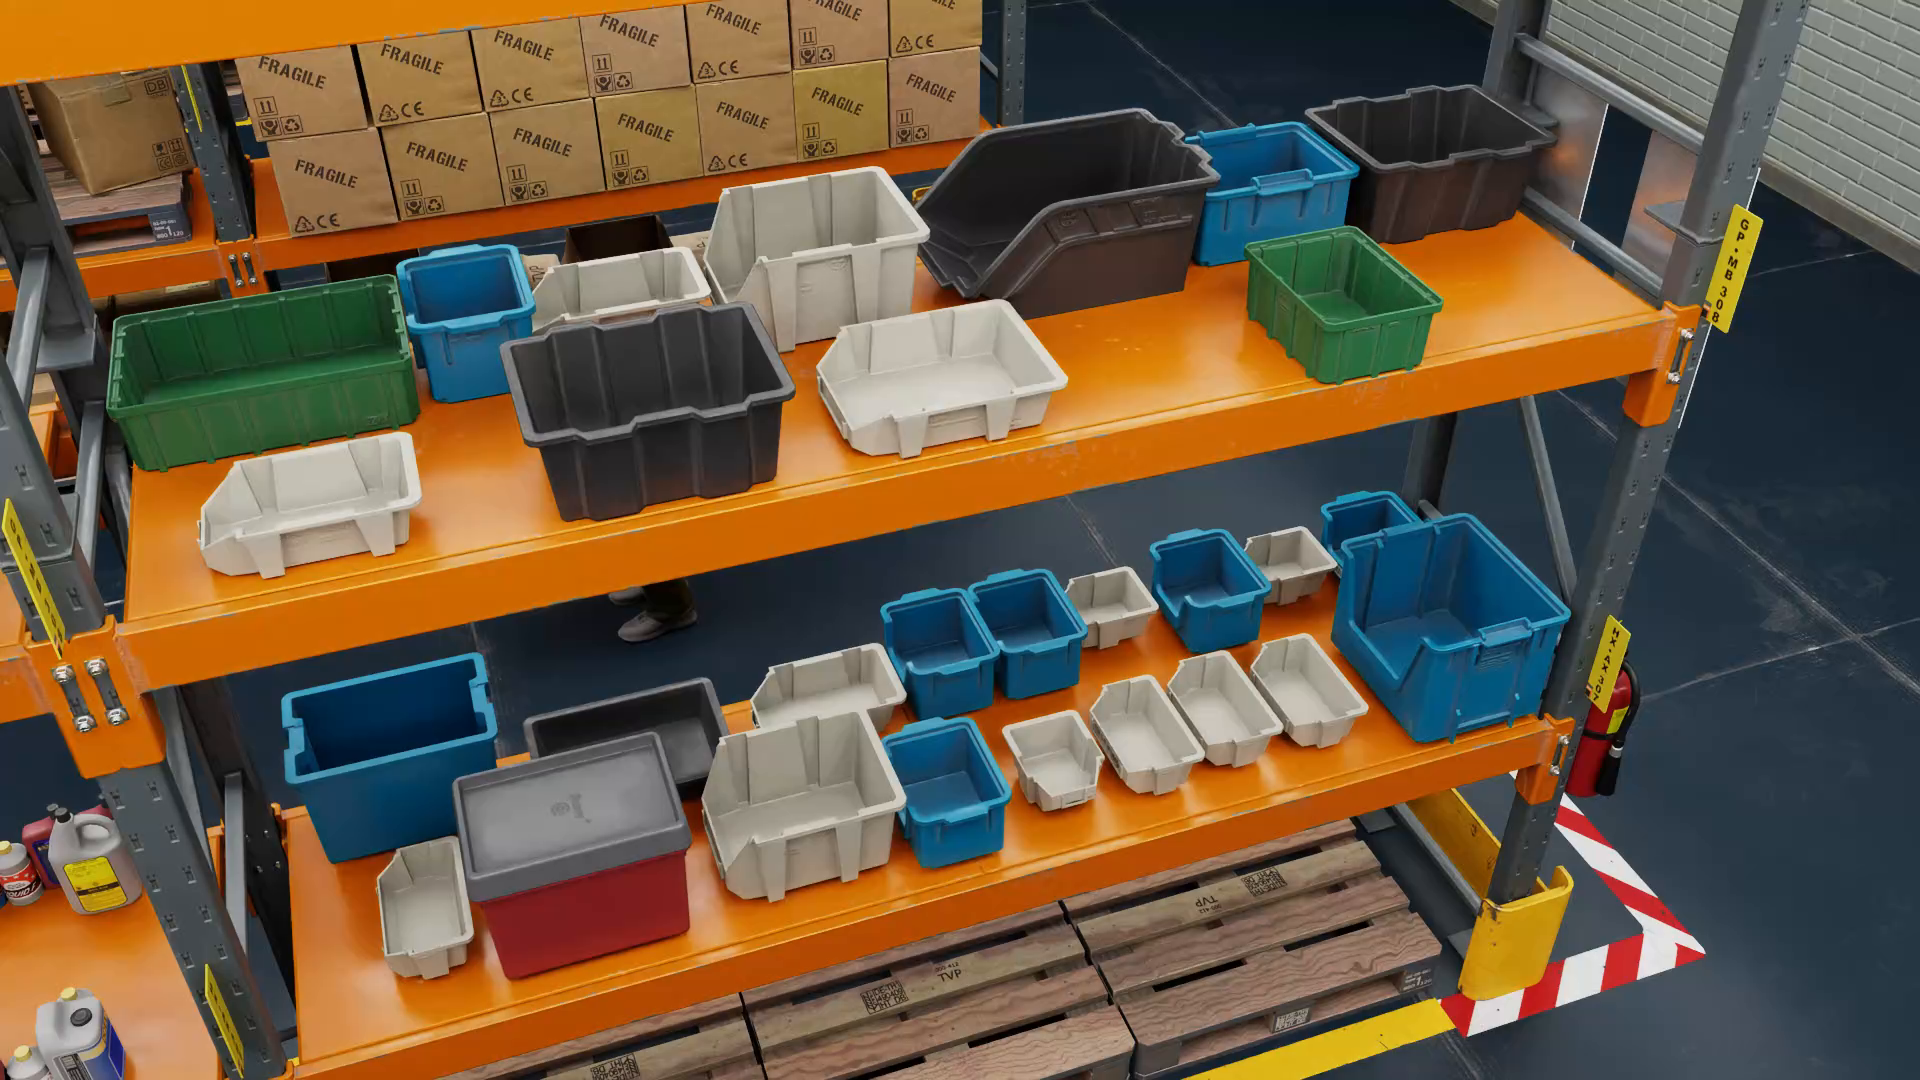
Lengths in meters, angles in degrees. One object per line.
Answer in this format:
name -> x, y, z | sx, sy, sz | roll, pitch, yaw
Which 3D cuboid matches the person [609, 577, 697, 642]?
person -> -1.522, -0.323, 7.279 | 0.608, 1.716, 0.537 | -13, 39, -17
